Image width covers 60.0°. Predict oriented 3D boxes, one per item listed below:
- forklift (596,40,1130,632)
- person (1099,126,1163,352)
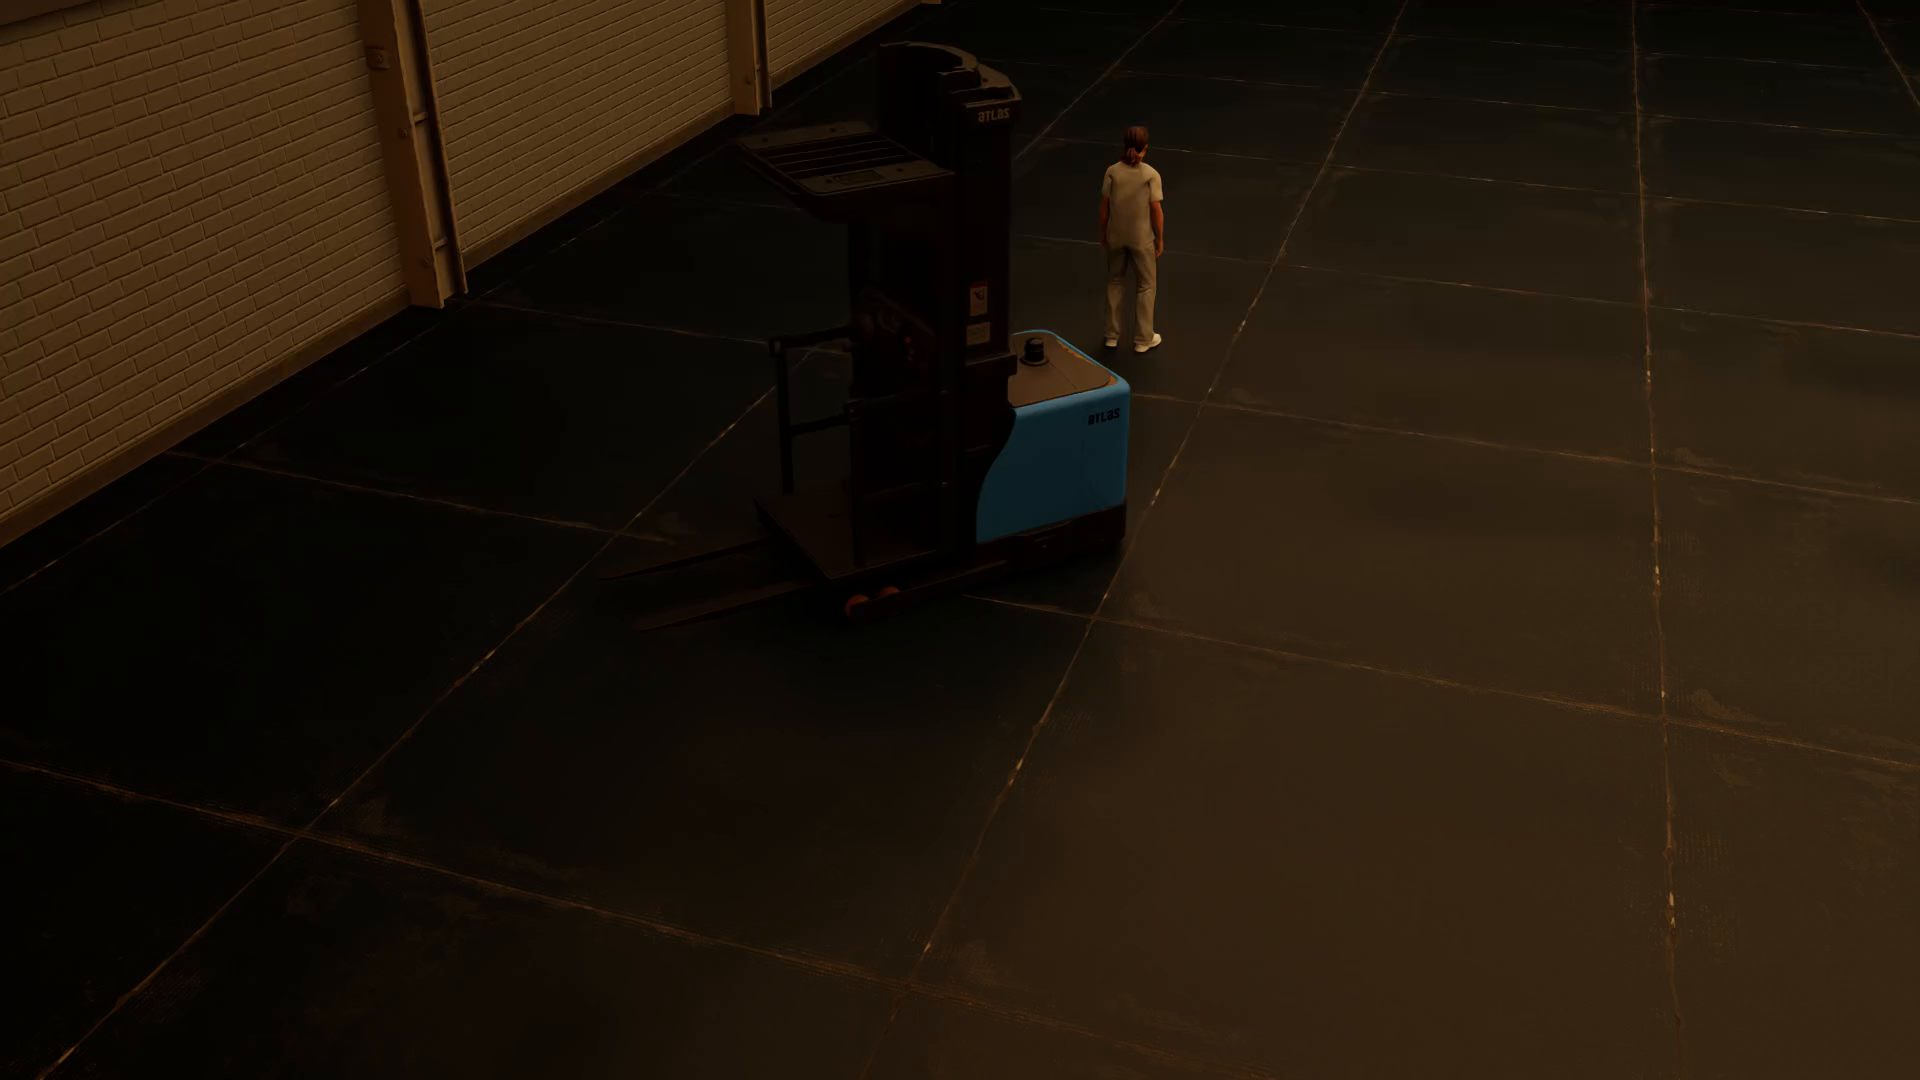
[{"bbox_3d":[-0.551,-1.098,9.063,3.031,2.935,1.130,-15,33,-25],"label":"forklift"},{"bbox_3d":[1.268,-2.224,12.312,0.486,1.672,0.364,12,32,19],"label":"person"}]
